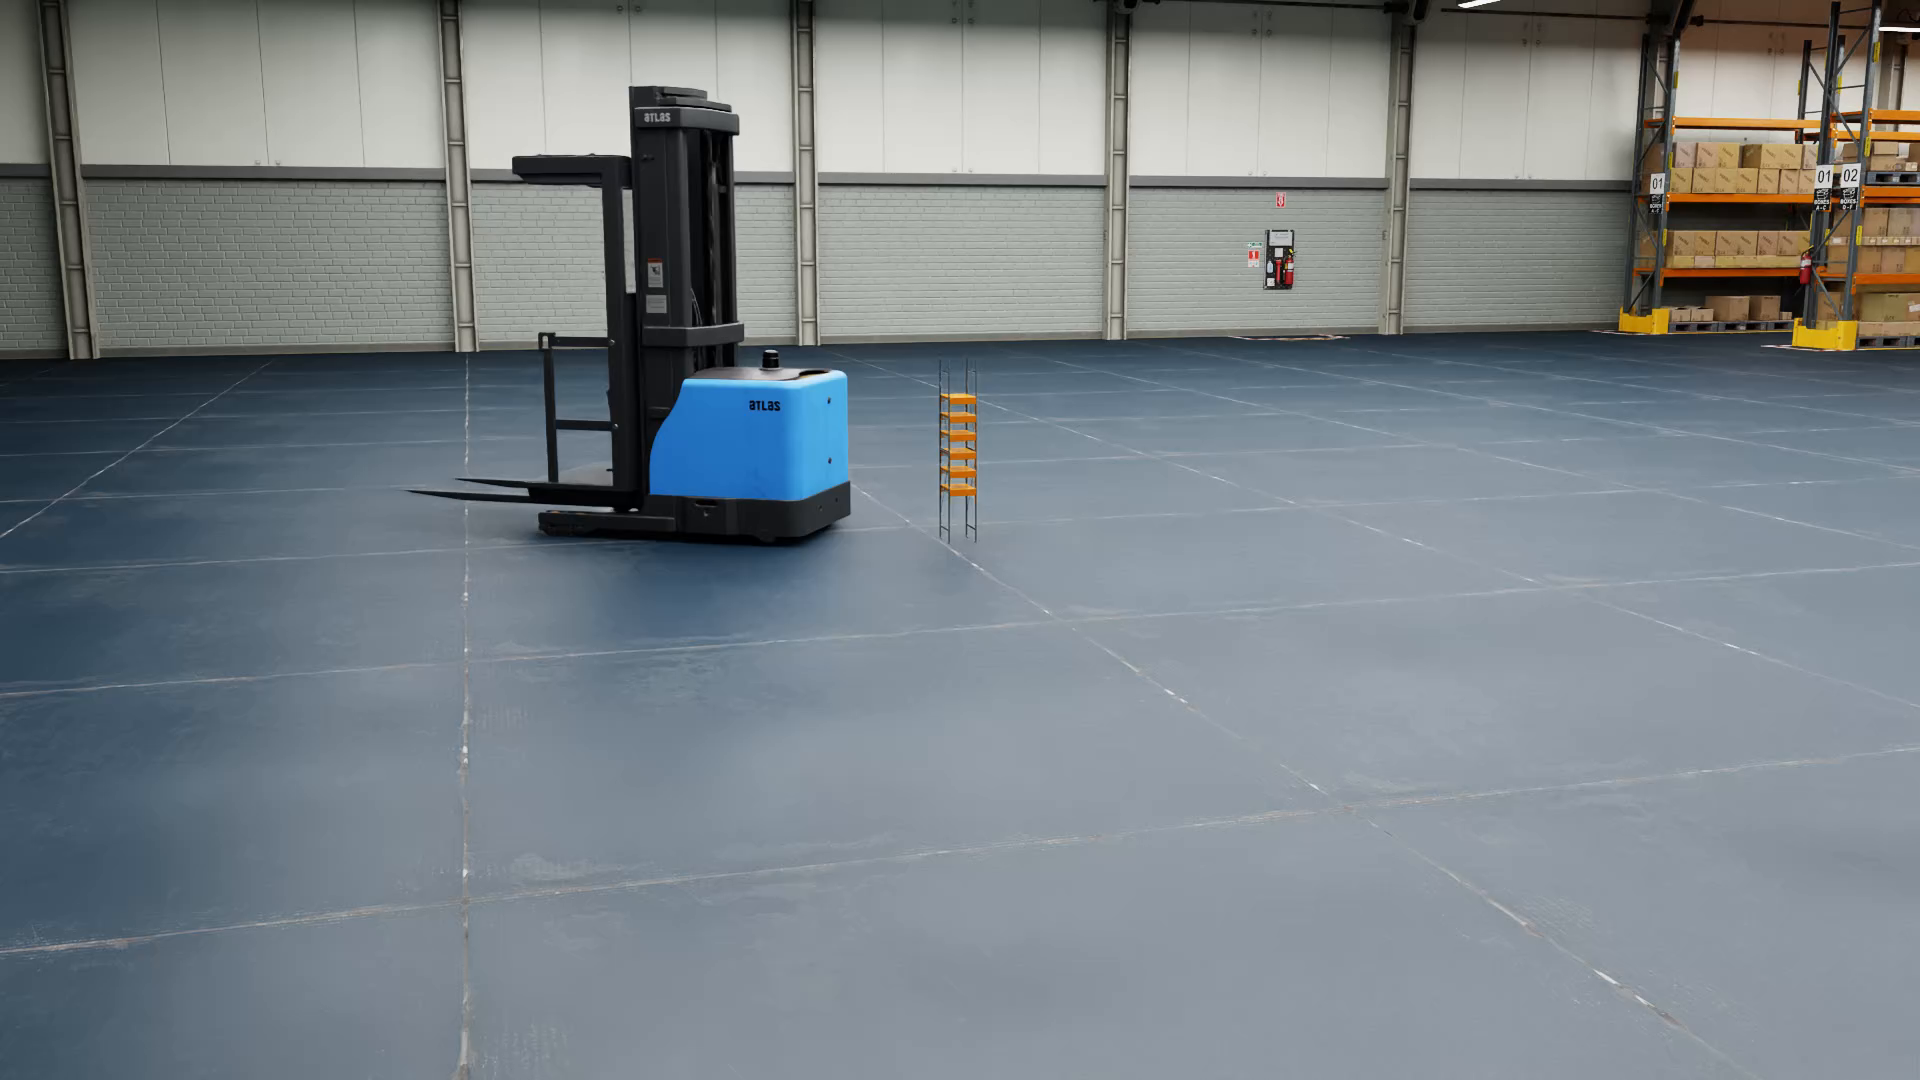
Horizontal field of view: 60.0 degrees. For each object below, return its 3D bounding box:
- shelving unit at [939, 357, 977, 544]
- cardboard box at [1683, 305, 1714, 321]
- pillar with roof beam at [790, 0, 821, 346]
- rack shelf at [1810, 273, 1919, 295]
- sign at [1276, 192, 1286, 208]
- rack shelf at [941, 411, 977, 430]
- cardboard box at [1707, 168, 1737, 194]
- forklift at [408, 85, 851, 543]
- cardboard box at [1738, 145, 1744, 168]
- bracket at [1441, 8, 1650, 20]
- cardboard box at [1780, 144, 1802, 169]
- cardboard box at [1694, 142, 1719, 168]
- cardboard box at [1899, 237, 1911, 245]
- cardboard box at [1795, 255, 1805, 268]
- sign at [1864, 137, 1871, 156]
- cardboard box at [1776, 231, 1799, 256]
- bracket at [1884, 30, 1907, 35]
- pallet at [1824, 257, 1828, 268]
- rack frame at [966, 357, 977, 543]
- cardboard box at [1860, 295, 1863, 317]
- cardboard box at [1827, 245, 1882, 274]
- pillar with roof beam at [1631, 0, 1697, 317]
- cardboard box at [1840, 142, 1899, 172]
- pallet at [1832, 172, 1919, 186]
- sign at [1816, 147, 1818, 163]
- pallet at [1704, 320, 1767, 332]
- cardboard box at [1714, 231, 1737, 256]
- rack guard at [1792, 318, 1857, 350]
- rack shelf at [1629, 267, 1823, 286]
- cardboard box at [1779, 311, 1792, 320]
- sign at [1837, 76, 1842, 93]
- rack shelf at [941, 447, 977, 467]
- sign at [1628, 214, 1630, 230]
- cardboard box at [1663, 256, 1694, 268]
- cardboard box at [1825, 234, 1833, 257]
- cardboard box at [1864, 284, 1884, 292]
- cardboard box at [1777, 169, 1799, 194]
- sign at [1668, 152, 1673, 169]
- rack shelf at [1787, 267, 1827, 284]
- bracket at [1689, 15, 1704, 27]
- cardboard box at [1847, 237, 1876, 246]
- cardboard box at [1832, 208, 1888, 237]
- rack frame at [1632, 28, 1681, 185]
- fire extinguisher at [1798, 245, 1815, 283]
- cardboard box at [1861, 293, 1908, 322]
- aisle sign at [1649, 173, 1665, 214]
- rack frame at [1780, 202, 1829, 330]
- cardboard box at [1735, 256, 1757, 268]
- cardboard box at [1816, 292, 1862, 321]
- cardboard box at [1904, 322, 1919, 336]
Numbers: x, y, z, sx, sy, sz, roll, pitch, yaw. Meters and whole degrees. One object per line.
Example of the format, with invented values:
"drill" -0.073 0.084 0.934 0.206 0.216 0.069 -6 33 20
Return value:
"shelving unit" -0.014 -0.589 10.934 0.189 1.200 0.258 -3 11 -16
"cardboard box" 15.306 -4.721 34.620 0.500 0.311 0.500 -2 11 -11
"pillar with roof beam" -1.580 -7.256 25.607 0.548 9.000 9.100 -3 11 -16
"rack shelf" 17.378 -4.666 30.092 4.000 0.370 1.077 -3 11 -16
"sign" 6.320 -6.700 32.753 0.199 0.298 0.001 -3 11 -16
"rack shelf" -0.014 -0.782 10.898 0.180 0.103 0.258 -3 11 -16
"cardboard box" 15.483 -7.335 33.988 0.500 0.500 0.500 -2 11 -13
"forklift" -2.339 -1.550 11.370 3.031 2.935 1.130 3 11 16
"cardboard box" 15.895 -7.947 34.553 0.500 0.500 0.500 -3 11 -16
"bracket" 11.710 -10.472 33.132 4.783 0.066 0.076 -3 11 -16
"cardboard box" 16.978 -7.905 34.325 0.500 0.500 0.500 -2 11 -13
"cardboard box" 15.003 -7.799 33.748 0.500 0.500 0.500 -3 11 -17
"cardboard box" 16.630 -5.307 29.524 0.250 0.149 0.380 -3 11 -17
"cardboard box" 17.540 -5.841 34.849 0.500 0.250 0.500 -3 11 -16
"sign" 15.607 -6.765 28.594 0.005 0.325 0.100 -3 11 -16
"cardboard box" 17.065 -6.183 34.633 0.500 0.500 0.500 -3 11 -16
"bracket" 19.961 -10.907 35.494 0.430 0.232 0.235 -3 11 -16
"pallet" 18.684 -5.901 35.344 1.213 0.211 1.003 -3 11 -16
"rack frame" 0.074 -0.594 10.959 0.006 1.200 0.240 -3 11 -16
"cardboard box" 19.094 -5.044 35.847 0.500 0.500 0.700 -3 11 -17
"cardboard box" 15.909 -4.989 29.585 0.500 0.500 0.700 -3 11 -16
"pillar with roof beam" 15.703 -8.167 30.555 0.548 9.000 9.100 -3 11 -16
"cardboard box" 16.010 -6.748 29.300 0.637 0.503 0.797 -2 11 -12
"pallet" 16.143 -6.381 29.384 1.213 0.211 1.003 -3 11 -16
"sign" 15.319 -6.885 29.649 0.005 0.325 0.100 -3 11 -16
"pallet" 16.101 -4.508 34.949 1.213 0.211 1.003 -3 11 -16
"cardboard box" 15.587 -6.104 34.208 0.500 0.500 0.500 -3 11 -18
"rack guard" 15.434 -3.688 29.697 0.348 0.500 1.175 -3 11 -16
"rack shelf" 15.989 -5.527 34.769 4.000 0.370 1.077 -3 11 -16
"cardboard box" 17.404 -4.772 35.295 0.250 0.166 0.380 -5 11 -23
"sign" 18.044 -9.335 34.101 0.005 0.325 0.100 -3 11 -16
"rack shelf" -0.014 -0.546 10.942 0.180 0.103 0.258 -3 11 -16
"sign" 13.933 -6.602 34.550 0.005 0.325 0.100 -3 11 -16
"cardboard box" 14.626 -5.685 34.000 0.500 0.250 0.500 -3 11 -18
"cardboard box" 18.408 -6.267 35.312 0.500 0.500 0.700 -3 11 -16
"cardboard box" 19.532 -5.427 35.861 0.500 0.250 0.500 -3 11 -18
"cardboard box" 17.005 -7.424 34.472 0.500 0.500 0.500 -4 11 -21
"sign" 14.221 -7.590 33.291 0.005 0.325 0.100 -3 11 -16
"rack shelf" 19.830 -5.729 35.868 4.000 0.370 1.077 -3 11 -16
"bracket" 14.997 -10.645 34.073 0.430 0.232 0.235 -3 11 -16
"cardboard box" 15.894 -5.269 29.314 0.250 0.149 0.380 -3 11 -16
"cardboard box" 15.960 -5.630 29.482 0.500 0.500 0.700 -3 11 -16
"rack frame" 14.069 -8.730 33.611 0.127 3.000 1.000 -3 11 -16
"fire extinguisher" 15.214 -4.955 29.890 0.183 0.674 0.296 -3 11 -16
"cardboard box" 16.514 -4.155 29.697 0.500 0.500 0.500 -3 11 -16
"aisle sign" 14.084 -7.002 33.616 0.004 0.787 0.394 -3 11 -16
"rack frame" 17.910 -5.982 35.254 0.127 3.000 1.000 -3 11 -16
"cardboard box" 16.098 -5.763 34.428 0.500 0.250 0.500 -3 11 -15
"cardboard box" 15.889 -4.220 30.049 0.500 0.500 0.500 -3 11 -16
"cardboard box" 16.994 -3.812 29.904 0.500 0.250 0.500 -3 11 -16
